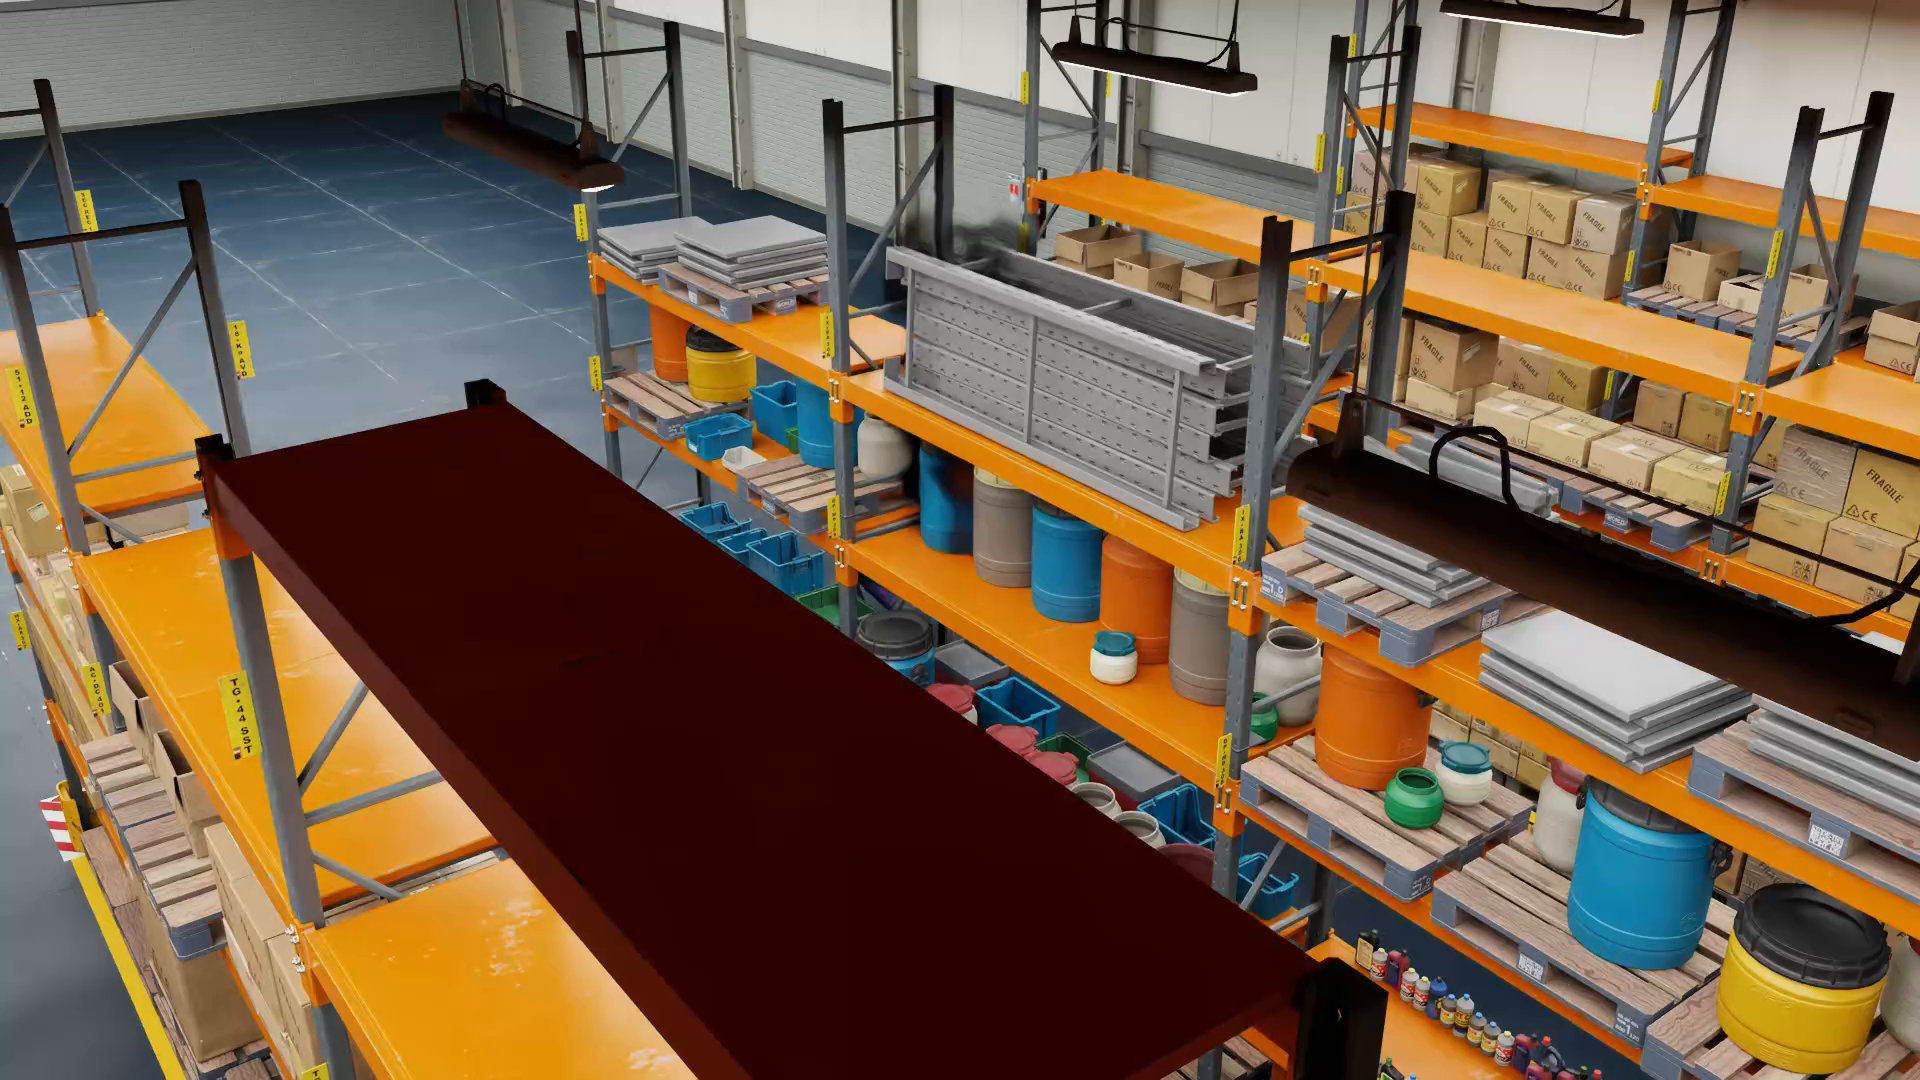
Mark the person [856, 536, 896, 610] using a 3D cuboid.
[{"bbox_3d":[-0.948,0.195,16.680,0.655,1.638,0.639,22,33,39],"label":"person"}]
